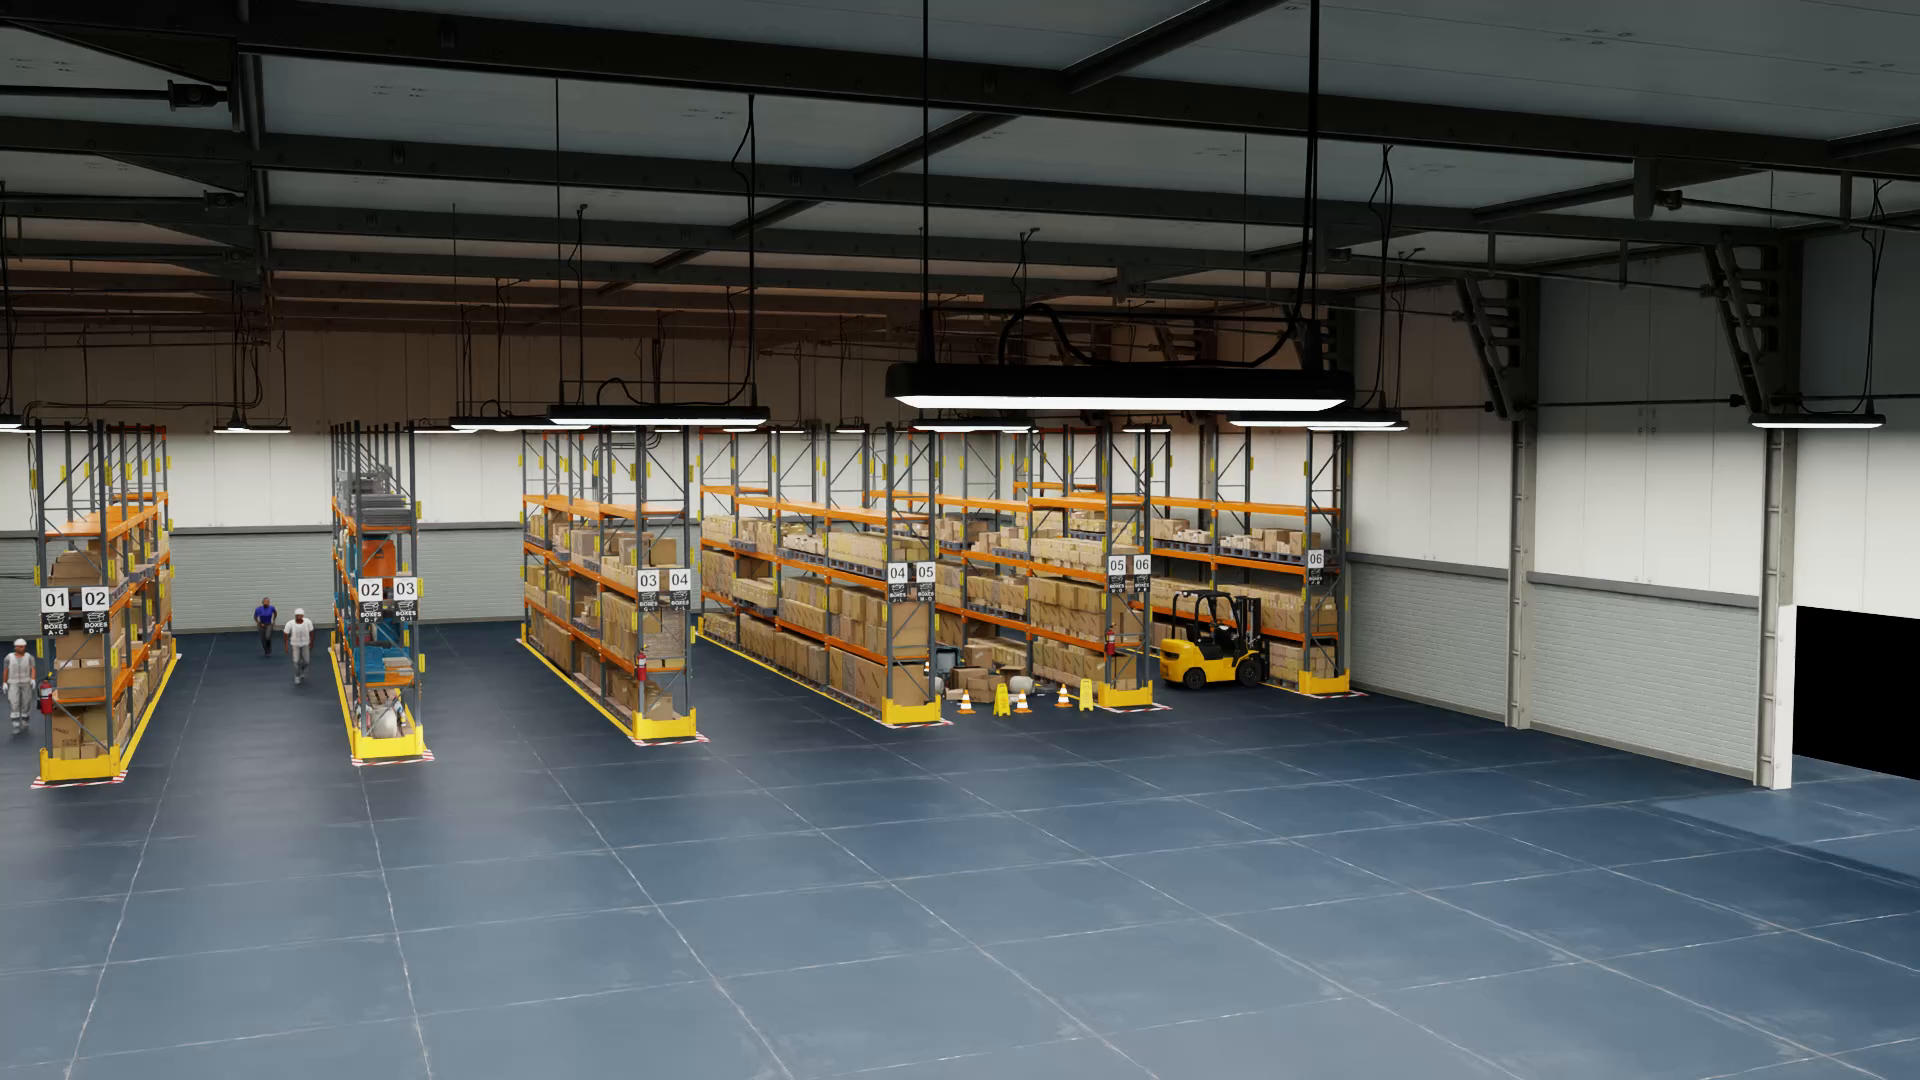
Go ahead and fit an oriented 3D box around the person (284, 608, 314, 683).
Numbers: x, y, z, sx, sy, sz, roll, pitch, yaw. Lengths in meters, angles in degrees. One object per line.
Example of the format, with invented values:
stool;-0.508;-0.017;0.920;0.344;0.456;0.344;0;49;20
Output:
person;-15.403;2.440;38.731;0.659;1.744;0.657;-2;4;-31

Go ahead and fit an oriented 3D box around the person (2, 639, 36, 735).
person;-18.197;2.828;32.195;0.577;1.793;0.734;-2;4;-34

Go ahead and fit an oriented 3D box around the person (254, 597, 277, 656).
person;-18.010;2.249;43.132;0.510;1.567;0.730;-1;4;-13
